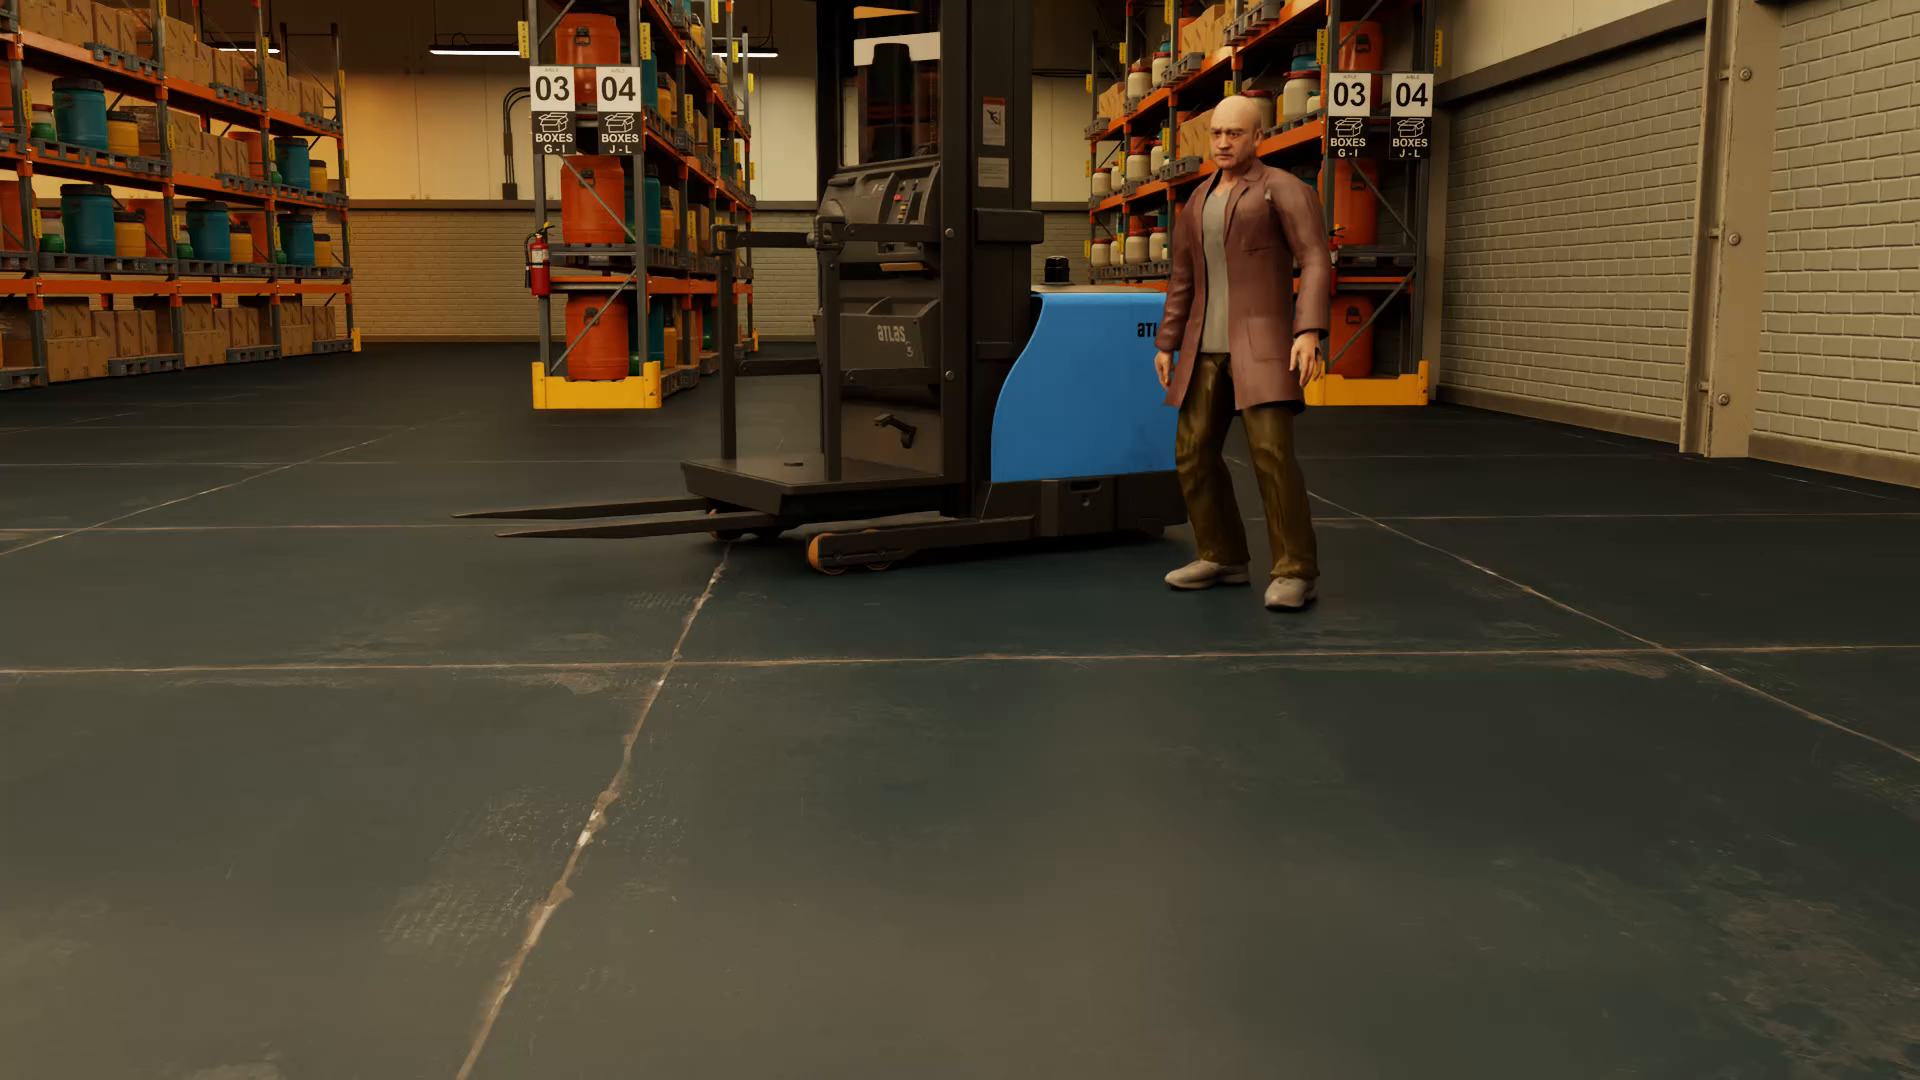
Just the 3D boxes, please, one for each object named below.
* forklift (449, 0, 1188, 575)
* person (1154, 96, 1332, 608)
[{"bbox_3d":[-0.521,-1.403,6.779,3.031,2.935,1.130,-5,10,-31],"label":"forklift"},{"bbox_3d":[0.975,-0.678,5.913,0.450,1.753,0.817,-8,12,-43],"label":"person"}]
